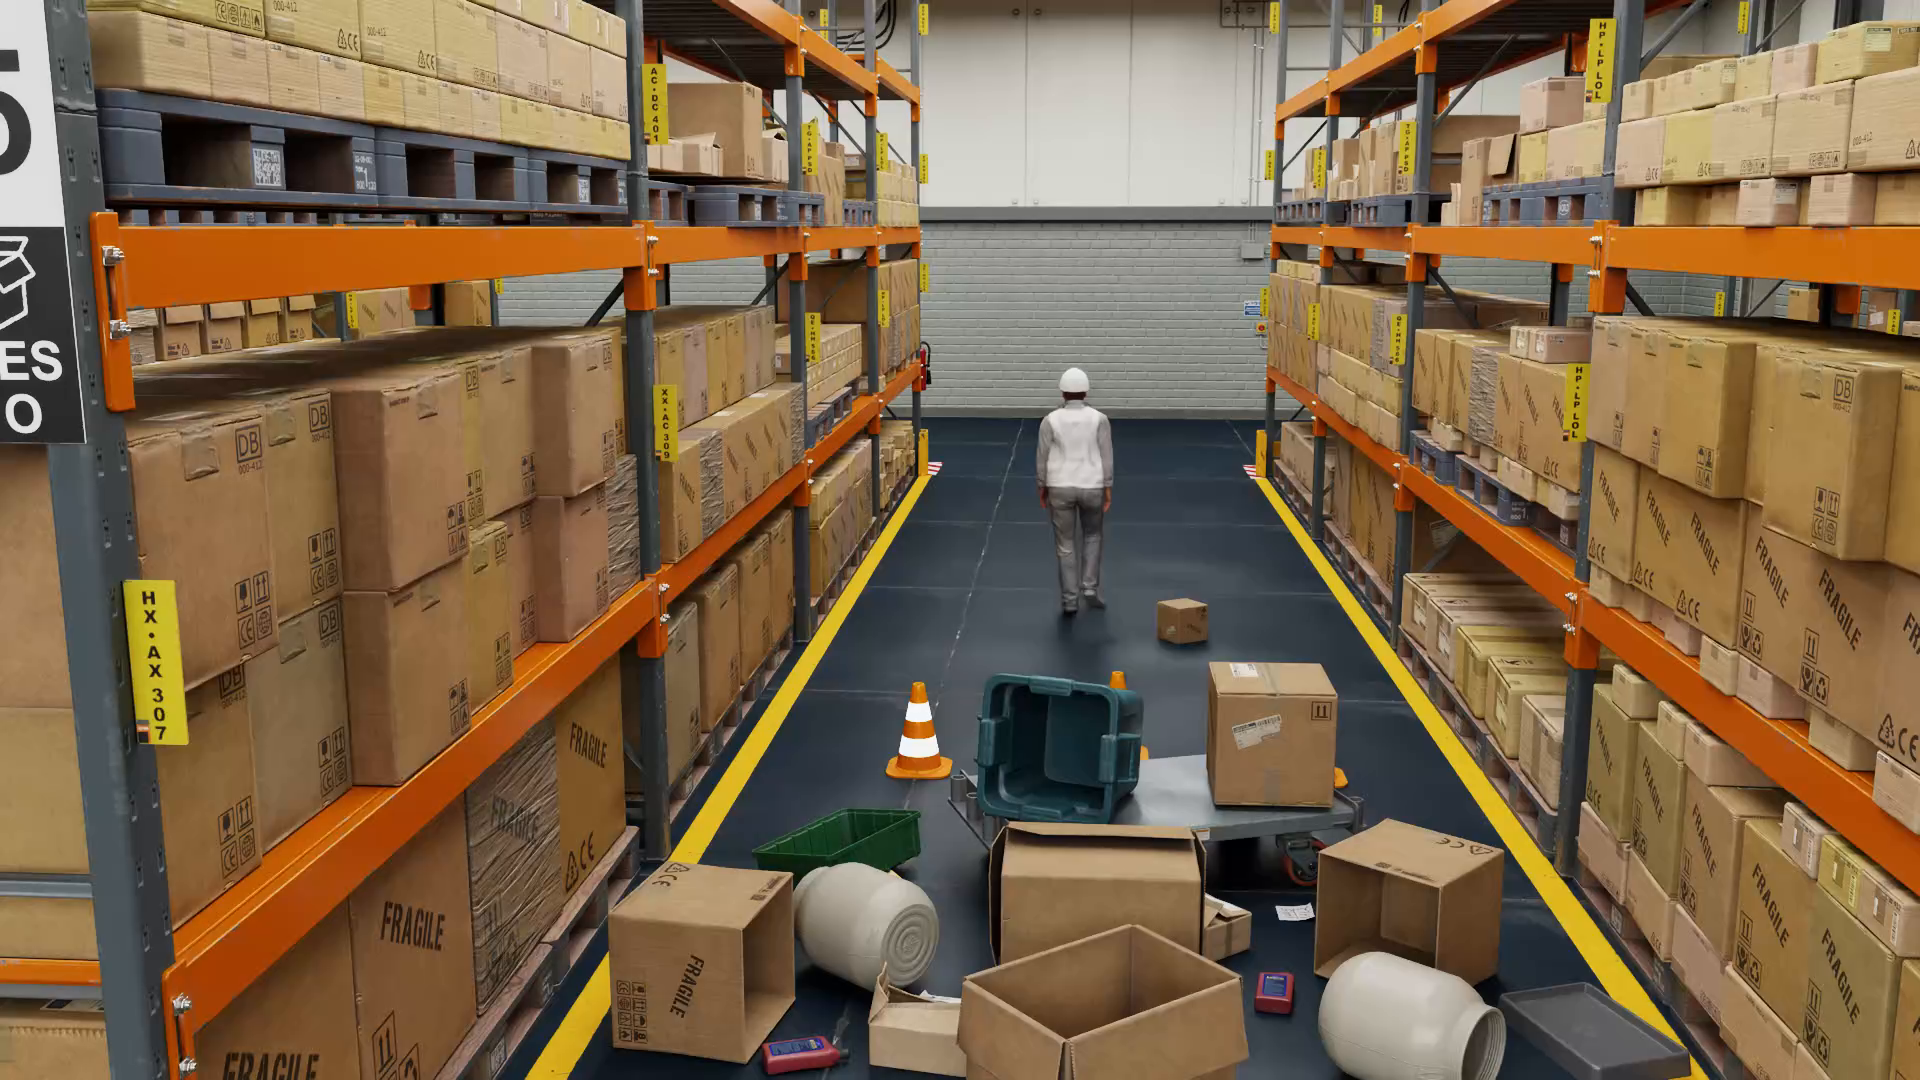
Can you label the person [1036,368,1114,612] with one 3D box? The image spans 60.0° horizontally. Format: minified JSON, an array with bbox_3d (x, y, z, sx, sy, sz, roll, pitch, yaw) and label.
[{"bbox_3d":[0.838,-0.347,12.235,0.560,1.830,0.524,0,11,-2],"label":"person"}]
